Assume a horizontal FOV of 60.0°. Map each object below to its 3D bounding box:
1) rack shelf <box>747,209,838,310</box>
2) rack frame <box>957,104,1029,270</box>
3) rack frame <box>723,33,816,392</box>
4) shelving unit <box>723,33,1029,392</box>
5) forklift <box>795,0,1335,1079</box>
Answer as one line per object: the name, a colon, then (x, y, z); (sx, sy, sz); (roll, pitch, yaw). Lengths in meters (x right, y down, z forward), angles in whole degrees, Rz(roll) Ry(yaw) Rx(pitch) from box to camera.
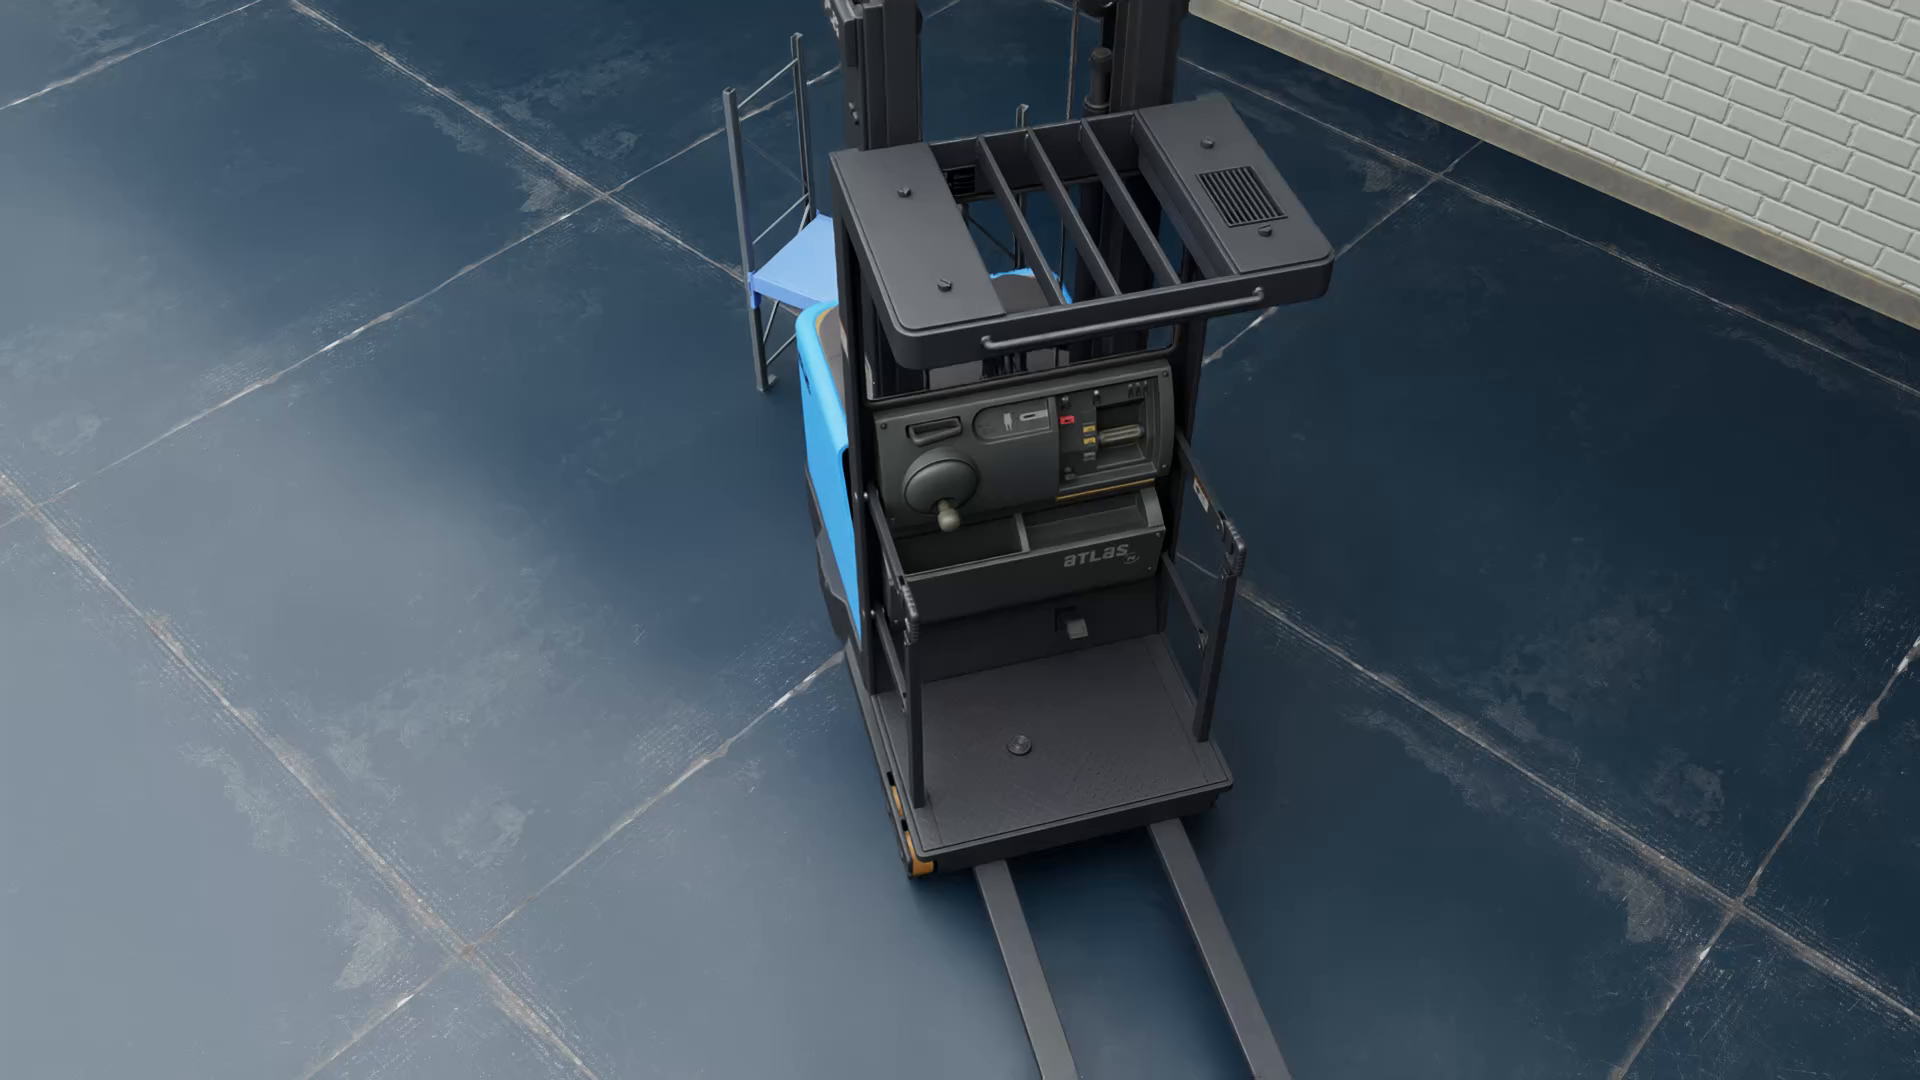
rack shelf: (-0.320, -1.021, 6.927); (1.000, 0.185, 0.538); (23, 51, 20)
rack frame: (0.119, -0.958, 6.621); (0.032, 1.500, 0.500); (23, 51, 20)
rack frame: (-0.759, -1.331, 6.971); (0.032, 1.500, 0.500); (23, 51, 20)
shelving unit: (-0.320, -1.145, 6.796); (1.048, 1.500, 0.538); (23, 51, 20)
forklift: (0.265, -0.183, 4.911); (1.130, 2.935, 3.031); (-11, 48, -10)
